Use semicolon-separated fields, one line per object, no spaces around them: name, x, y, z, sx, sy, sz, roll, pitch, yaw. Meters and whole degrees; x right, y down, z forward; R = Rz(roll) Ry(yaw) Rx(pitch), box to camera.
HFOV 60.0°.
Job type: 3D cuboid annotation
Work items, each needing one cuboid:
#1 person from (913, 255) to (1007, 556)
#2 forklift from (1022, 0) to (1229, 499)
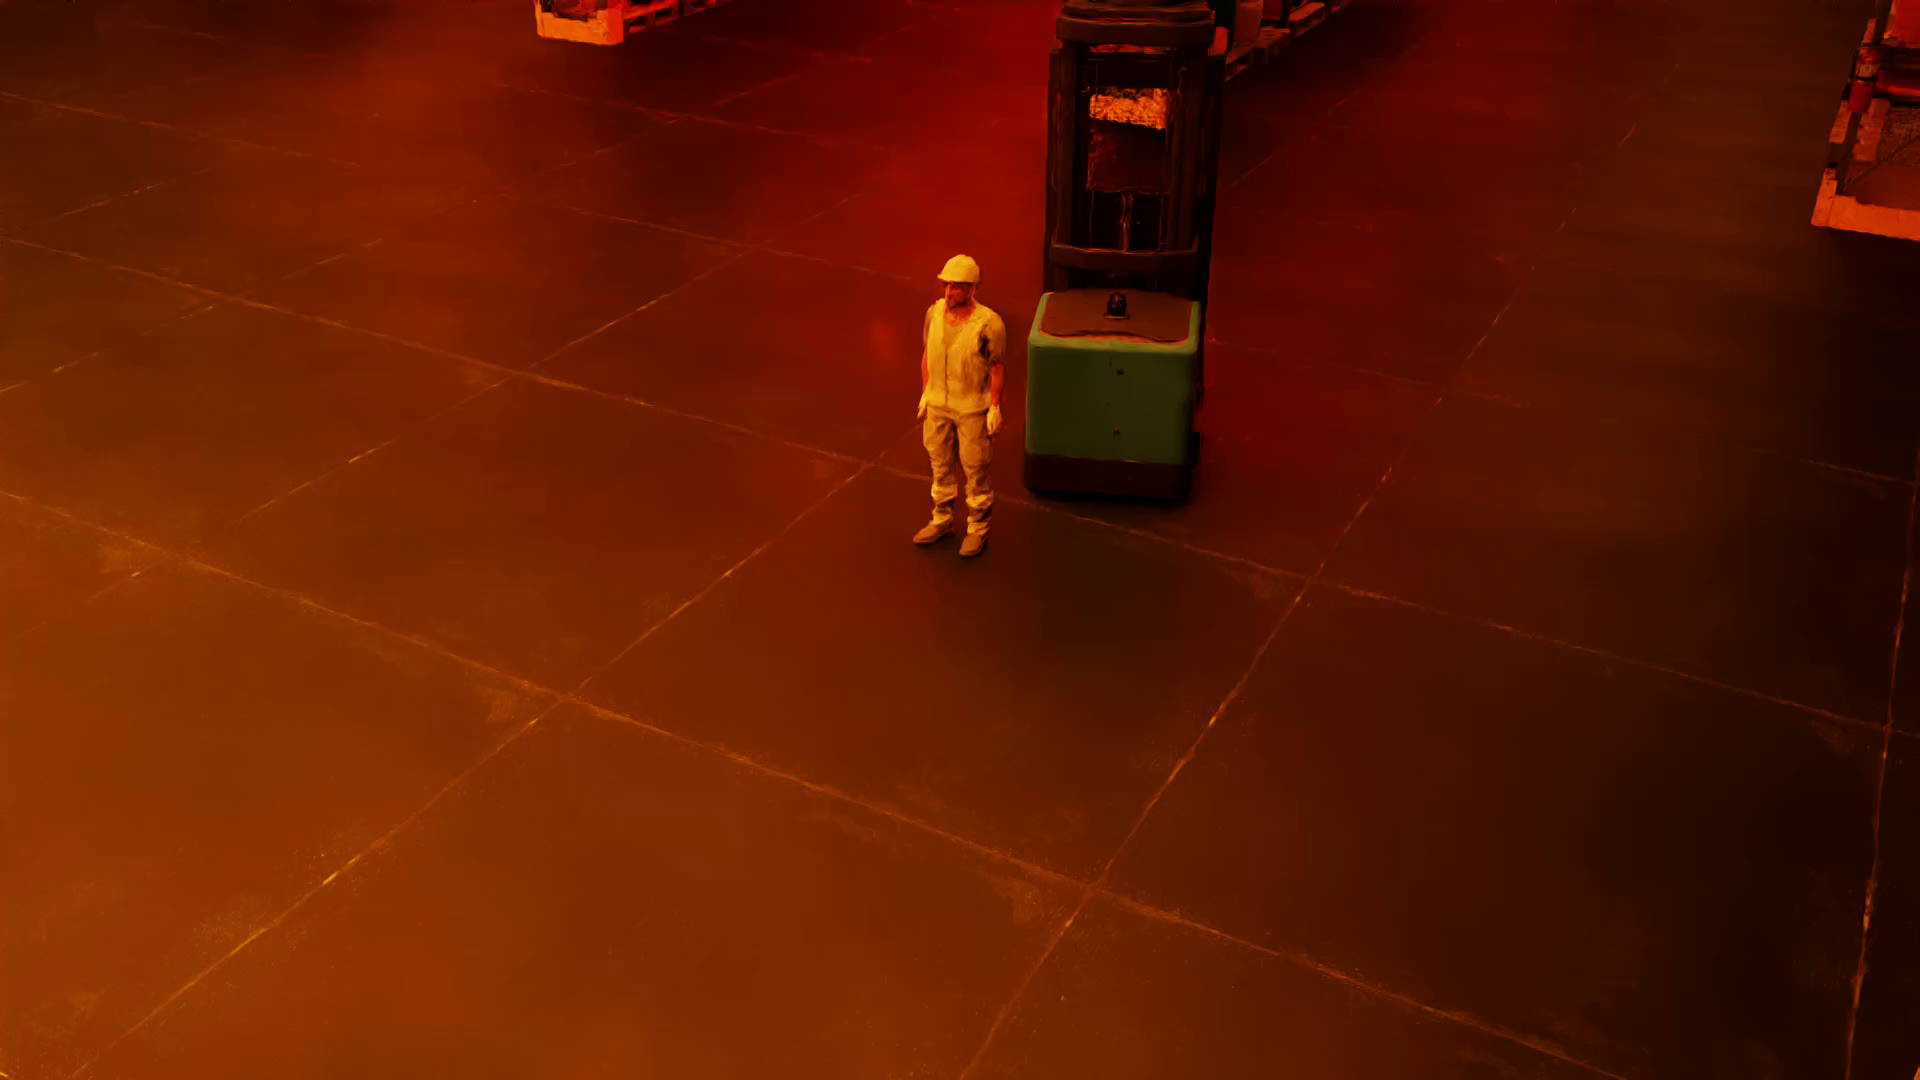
person;-0.009;-0.766;9.539;0.540;1.795;0.349;15;33;25
forklift;1.132;-2.243;10.957;1.130;2.935;3.031;4;30;8
